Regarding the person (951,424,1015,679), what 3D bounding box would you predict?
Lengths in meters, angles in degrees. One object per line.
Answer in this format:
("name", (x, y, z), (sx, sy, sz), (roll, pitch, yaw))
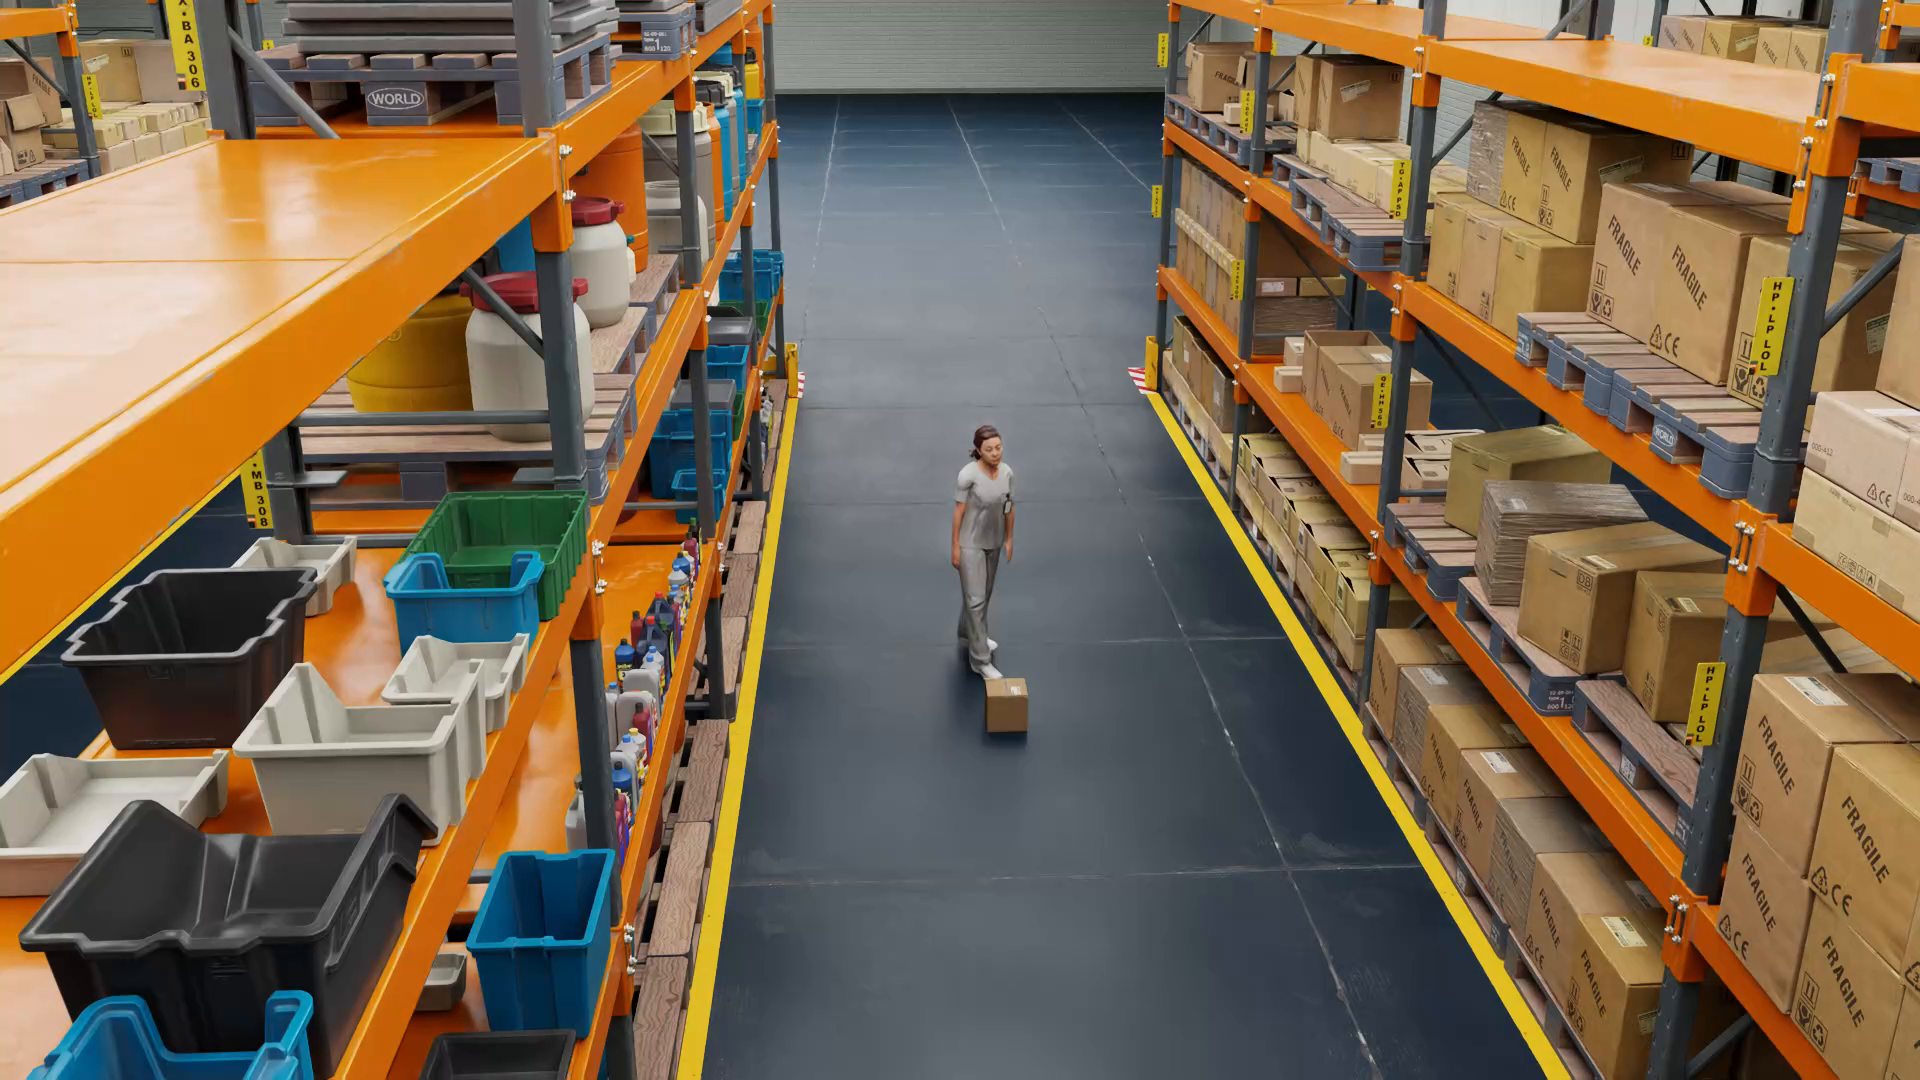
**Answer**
("person", (0.177, 0.043, 10.936), (0.468, 1.660, 0.703), (-15, 25, -35))
